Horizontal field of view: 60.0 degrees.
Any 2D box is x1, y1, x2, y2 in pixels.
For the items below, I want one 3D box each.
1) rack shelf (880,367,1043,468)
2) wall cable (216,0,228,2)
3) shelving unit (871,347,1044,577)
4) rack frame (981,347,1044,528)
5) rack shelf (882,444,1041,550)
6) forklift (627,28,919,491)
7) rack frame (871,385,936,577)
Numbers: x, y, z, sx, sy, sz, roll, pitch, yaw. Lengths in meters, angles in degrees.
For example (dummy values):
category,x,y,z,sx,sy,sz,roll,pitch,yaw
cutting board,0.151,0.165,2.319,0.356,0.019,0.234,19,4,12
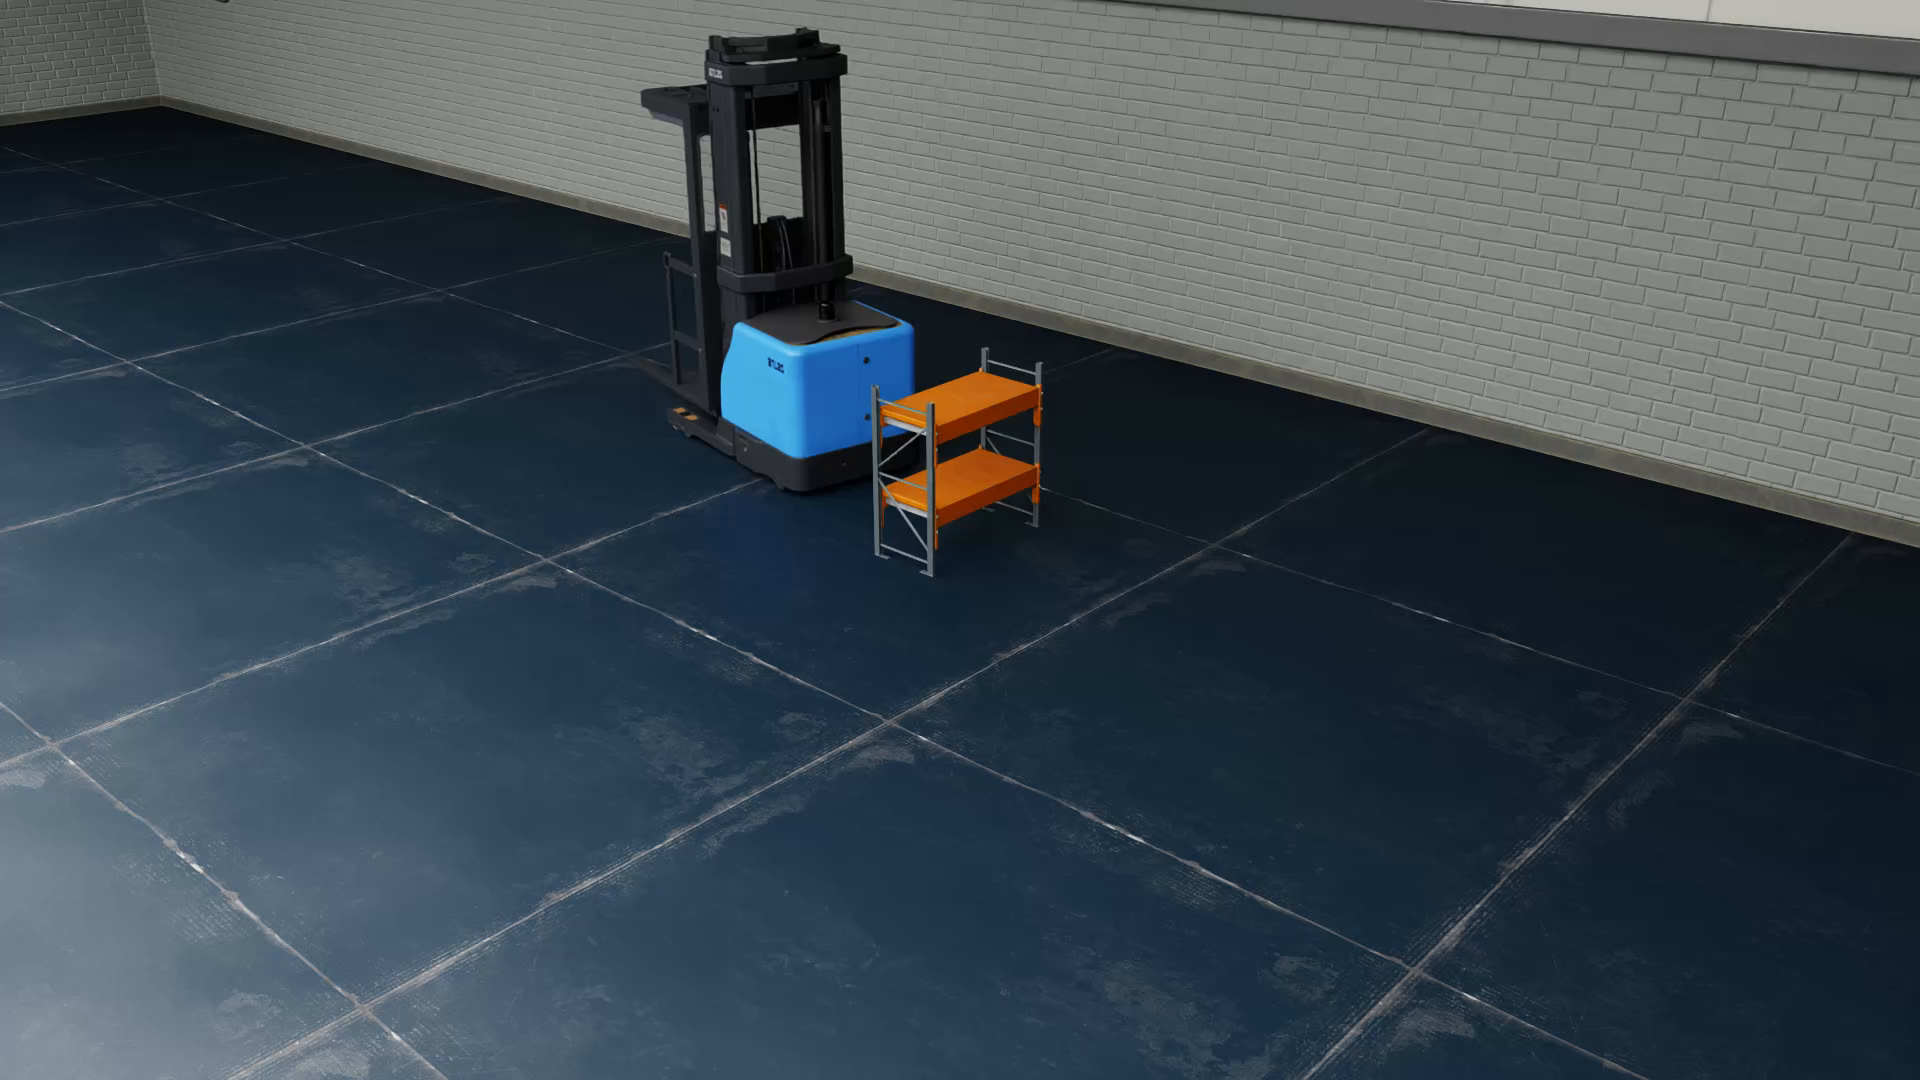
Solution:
category,x,y,z,sx,sy,sz,roll,pitch,yaw
rack shelf,-0.005,-0.778,10.396,0.538,0.278,1.000,20,31,38
wall cable,-11.295,-9.016,23.655,3.097,2.526,0.112,20,31,38
shelving unit,-0.005,-0.511,10.515,0.538,1.125,1.048,20,31,38
rack frame,0.335,-0.666,10.861,0.500,1.125,0.032,20,31,38
rack shelf,-0.005,-0.288,10.615,0.538,0.278,1.000,20,31,38
forklift,-1.562,-2.212,12.100,1.130,2.935,3.031,-16,29,-32
rack frame,-0.344,-0.356,10.170,0.500,1.125,0.032,20,31,38
